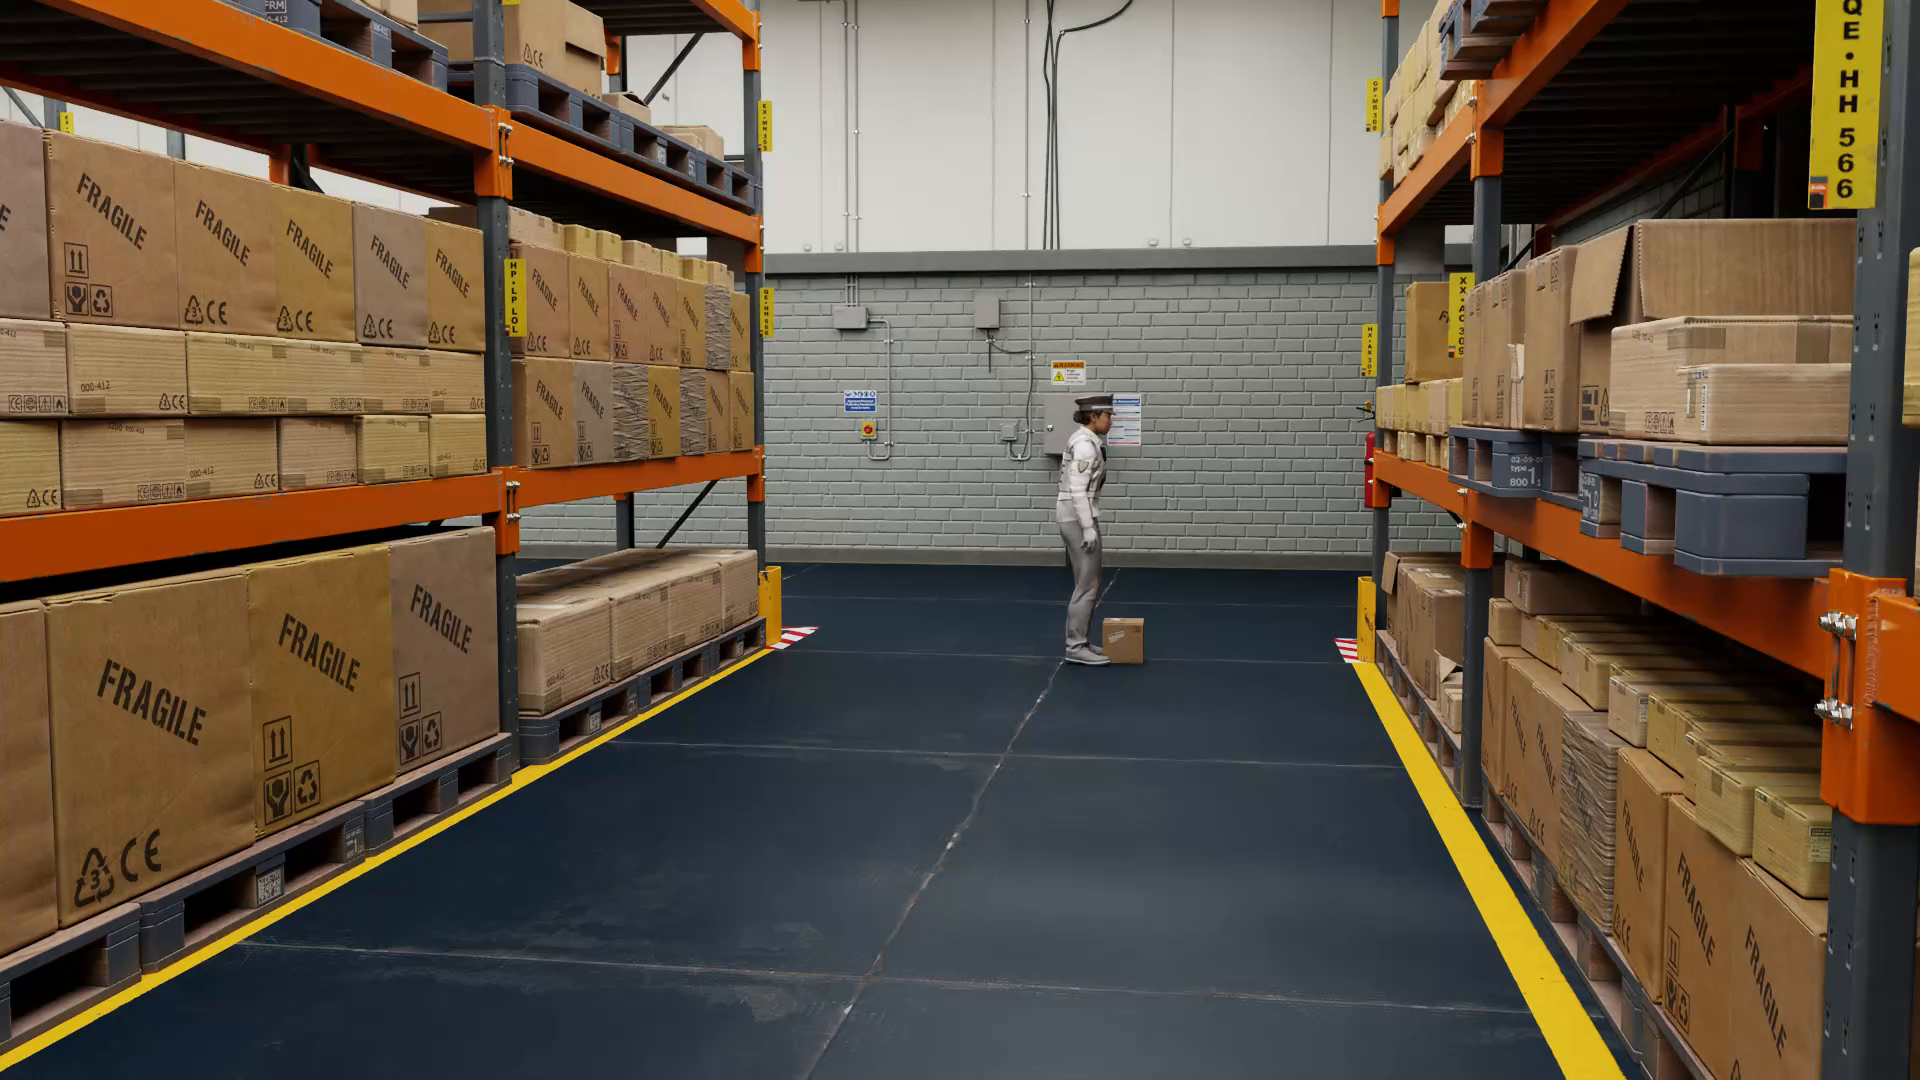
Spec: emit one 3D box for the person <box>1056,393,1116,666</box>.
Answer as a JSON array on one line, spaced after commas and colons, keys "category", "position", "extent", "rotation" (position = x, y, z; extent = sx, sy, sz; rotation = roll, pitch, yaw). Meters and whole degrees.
[{"category": "person", "position": [0.783, -0.078, 10.350], "extent": [0.372, 1.664, 0.528], "rotation": [1, 5, 9]}]
